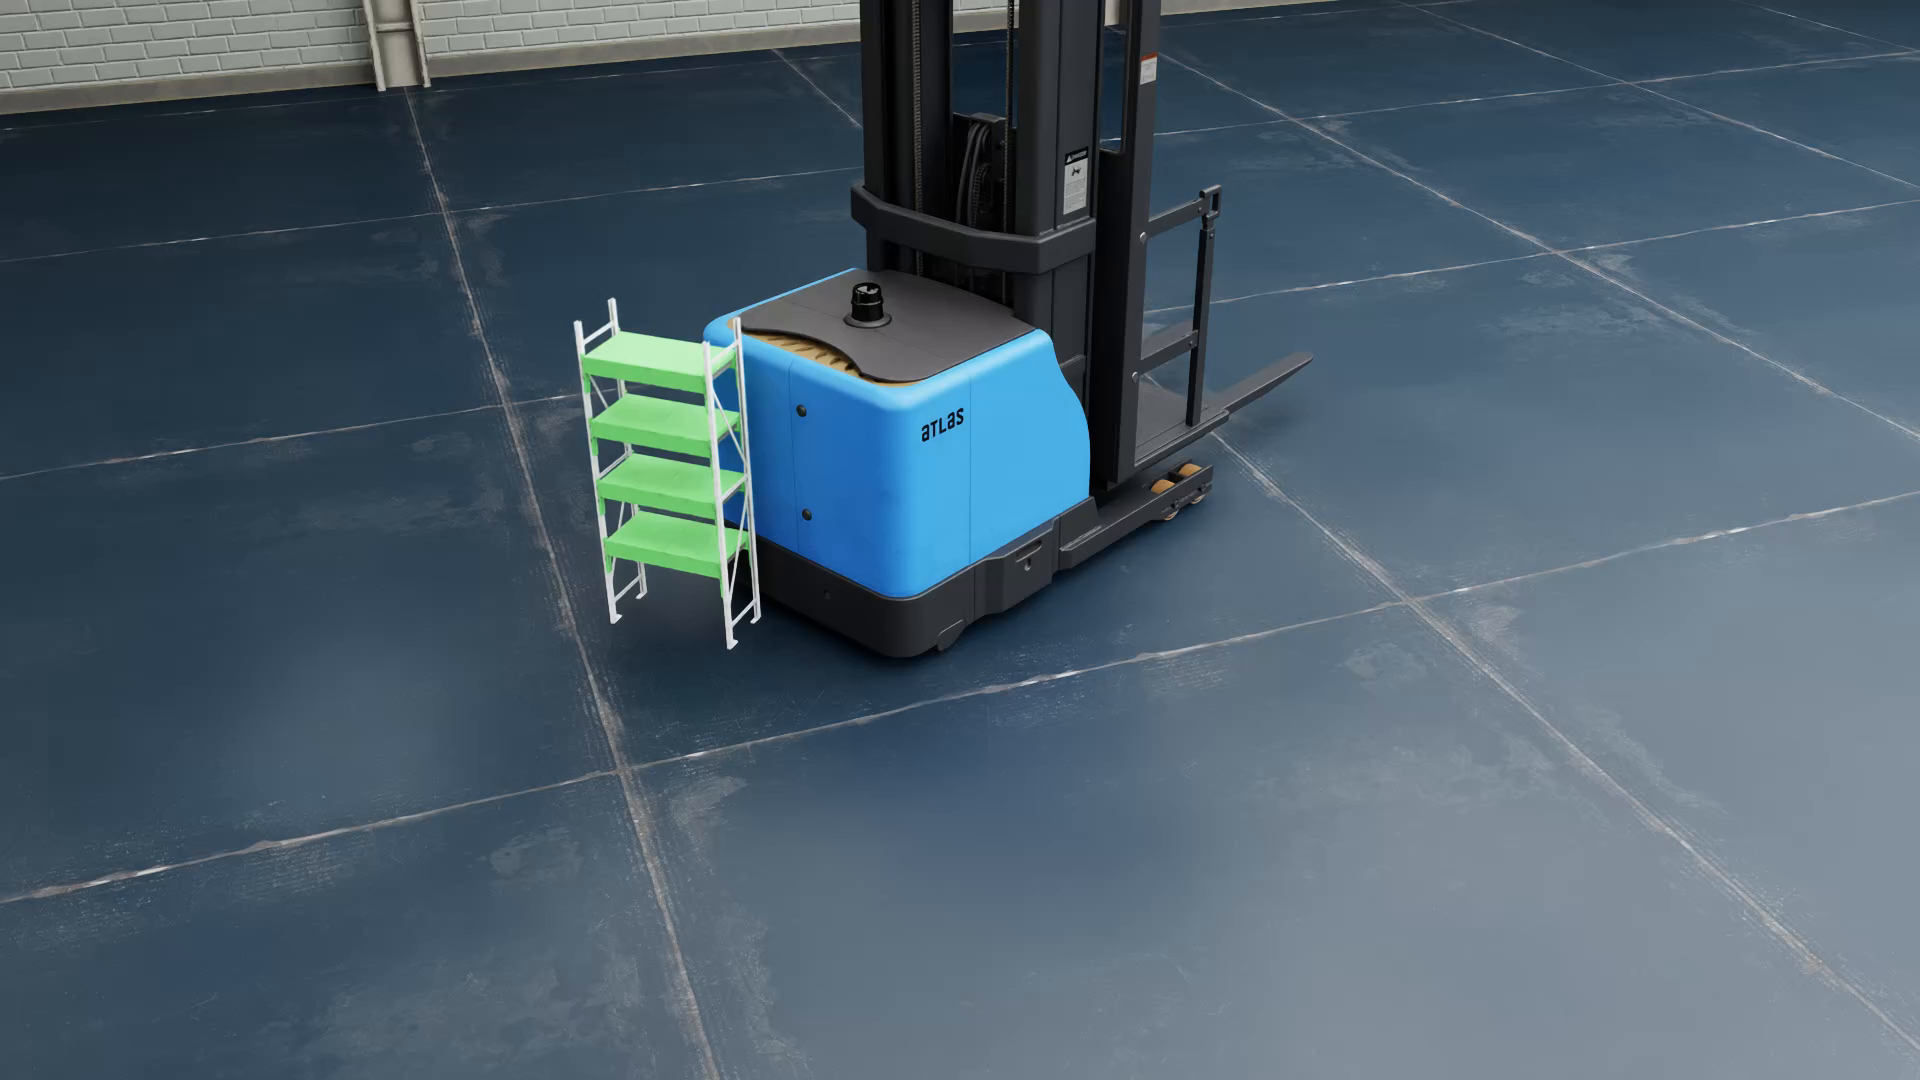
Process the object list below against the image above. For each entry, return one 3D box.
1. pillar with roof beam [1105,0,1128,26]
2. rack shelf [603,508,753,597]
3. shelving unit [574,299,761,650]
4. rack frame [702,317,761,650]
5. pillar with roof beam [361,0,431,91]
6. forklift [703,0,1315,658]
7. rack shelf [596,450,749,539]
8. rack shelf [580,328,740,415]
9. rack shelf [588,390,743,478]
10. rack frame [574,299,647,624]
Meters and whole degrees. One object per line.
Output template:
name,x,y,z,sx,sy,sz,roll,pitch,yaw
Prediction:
pillar with roof beam,2.767,-6.517,9.098,0.400,9.000,9.100,-10,31,-18
rack shelf,-1.025,0.042,6.078,0.480,0.148,0.258,11,31,18
shelving unit,-1.025,-0.222,5.928,0.503,1.200,0.258,11,31,18
rack frame,-0.797,-0.179,5.852,0.015,1.200,0.240,11,31,18
pillar with roof beam,-2.857,-5.481,7.280,0.400,9.000,9.100,-10,31,-18
forklift,0.416,-1.505,6.430,1.130,2.935,3.031,24,37,35
rack shelf,-1.025,-0.167,5.960,0.480,0.148,0.258,11,31,18
rack shelf,-1.025,-0.584,5.722,0.480,0.148,0.258,11,31,18
rack shelf,-1.025,-0.375,5.841,0.480,0.148,0.258,11,31,18
rack frame,-1.253,-0.265,6.004,0.015,1.200,0.240,11,31,18
